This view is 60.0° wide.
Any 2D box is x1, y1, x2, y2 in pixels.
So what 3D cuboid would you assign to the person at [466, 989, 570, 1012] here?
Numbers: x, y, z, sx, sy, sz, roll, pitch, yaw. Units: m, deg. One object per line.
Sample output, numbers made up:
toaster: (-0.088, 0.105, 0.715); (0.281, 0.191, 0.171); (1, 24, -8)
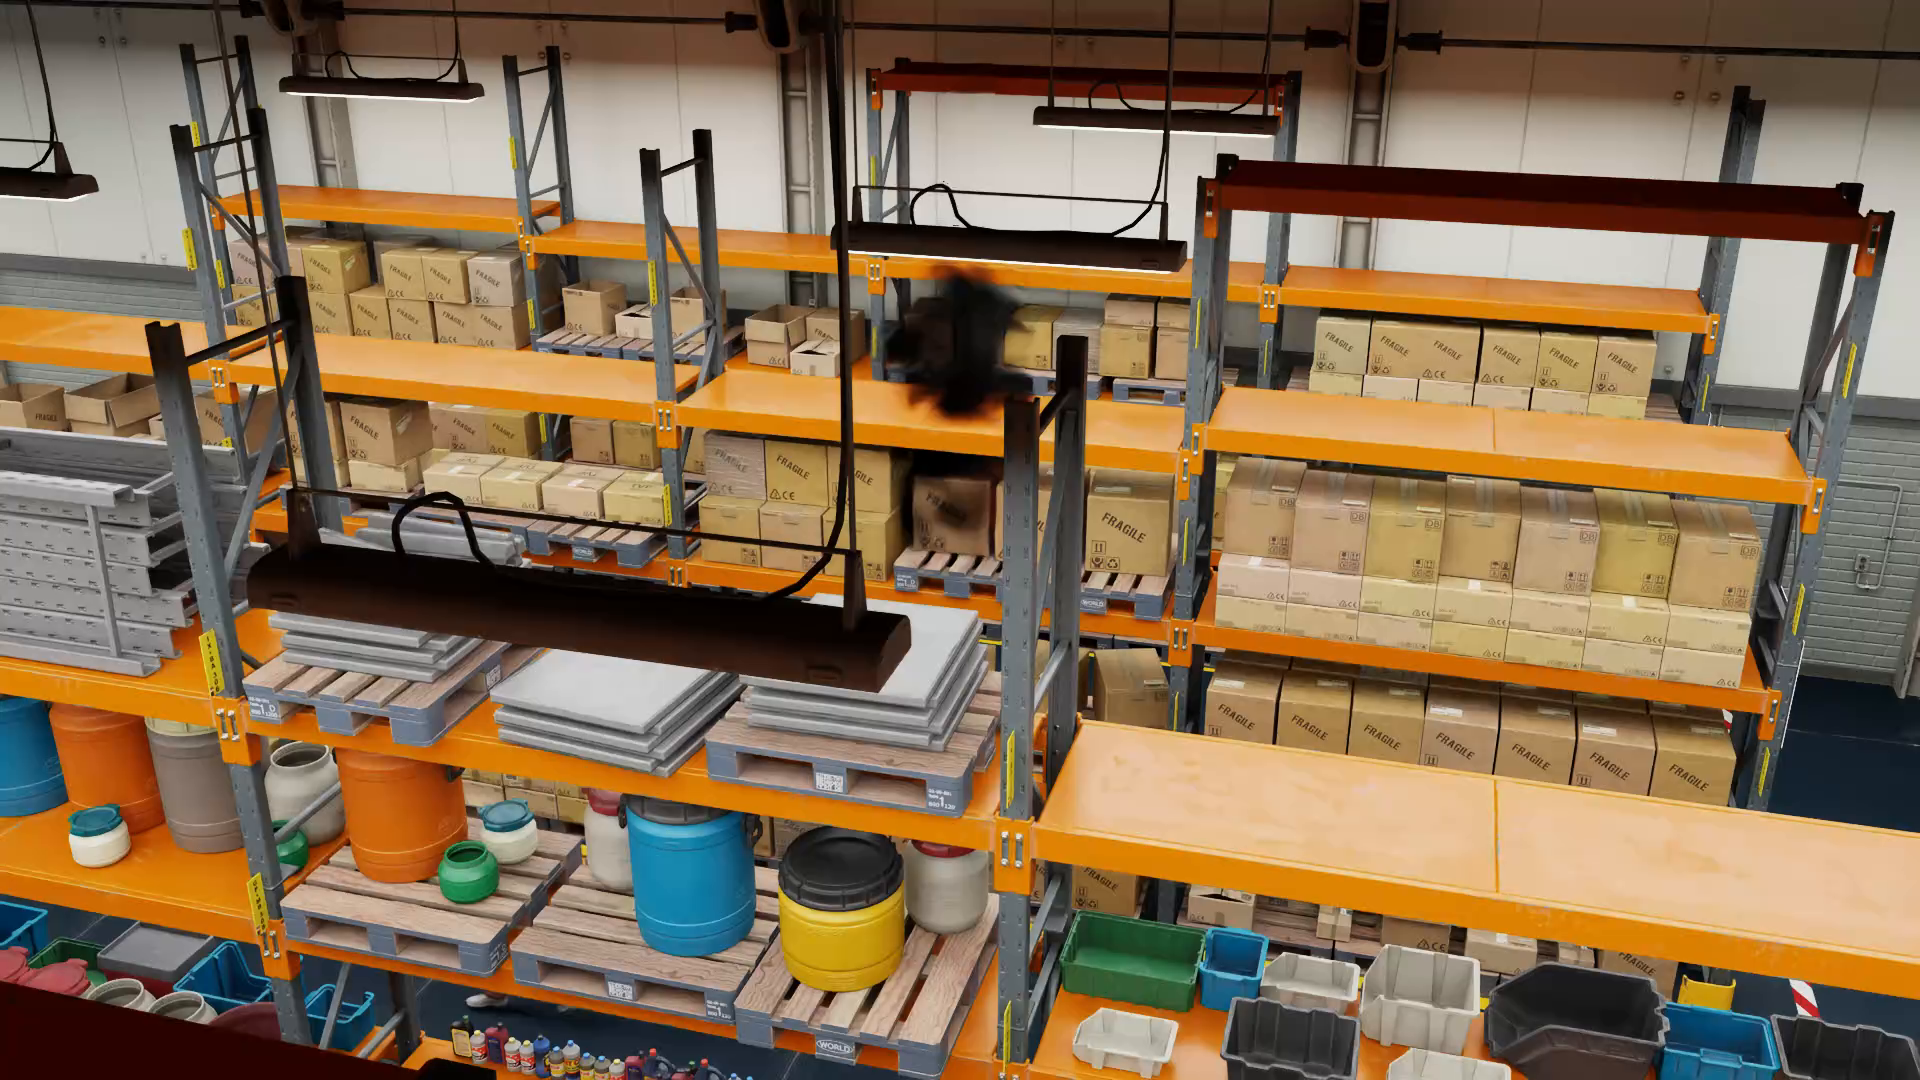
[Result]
person: (-3.199, 2.710, 12.016); (0.947, 1.652, 0.576); (3, 23, 7)
